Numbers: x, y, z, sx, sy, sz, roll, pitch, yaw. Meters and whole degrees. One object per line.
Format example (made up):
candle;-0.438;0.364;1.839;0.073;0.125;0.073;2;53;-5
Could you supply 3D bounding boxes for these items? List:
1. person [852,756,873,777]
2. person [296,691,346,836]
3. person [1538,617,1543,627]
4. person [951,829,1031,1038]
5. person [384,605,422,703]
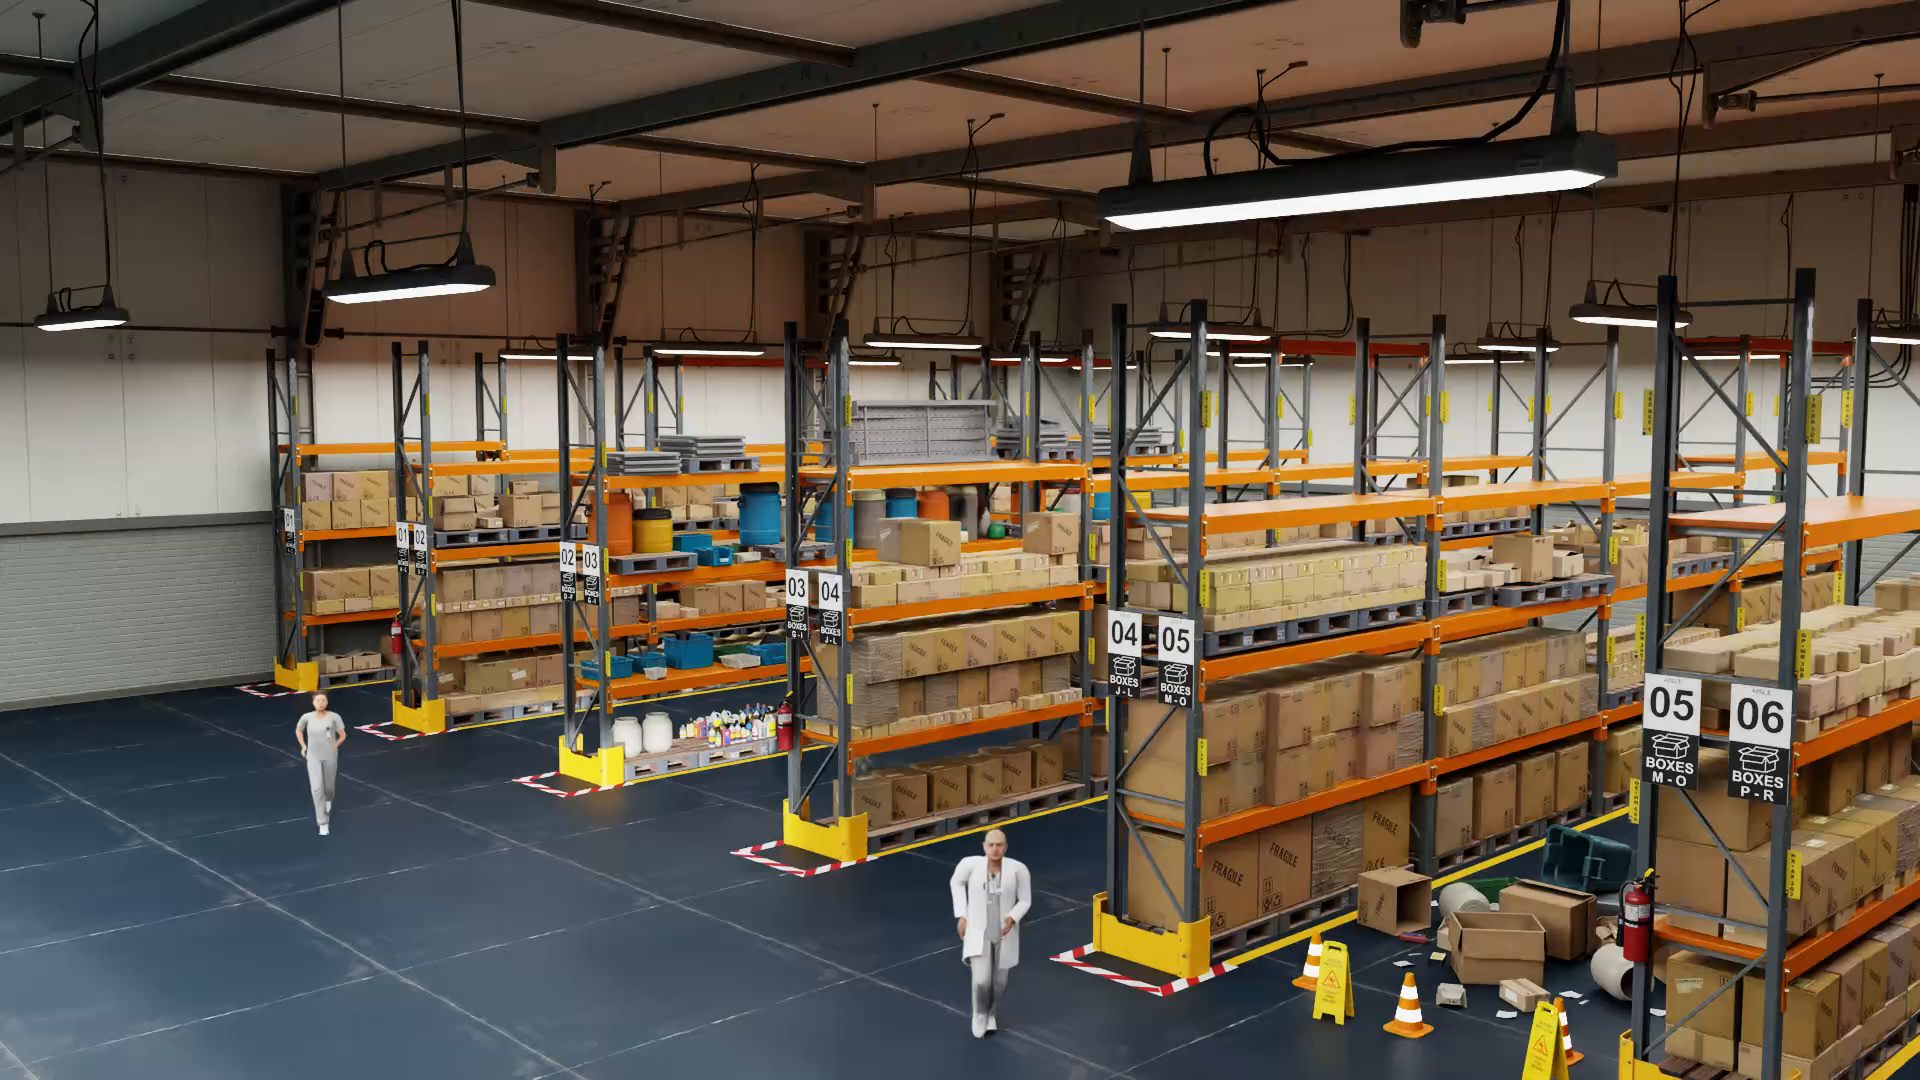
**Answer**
person;-1.396;2.419;21.881;0.597;1.685;0.825;4;6;36
person;-7.634;2.626;19.897;0.567;1.666;0.901;-2;5;-21
person;9.382;2.018;27.079;0.553;1.624;0.814;4;6;39
person;0.253;3.142;13.305;0.626;1.709;0.814;0;5;-6
person;-9.148;1.947;27.451;0.668;1.767;0.654;5;7;43
